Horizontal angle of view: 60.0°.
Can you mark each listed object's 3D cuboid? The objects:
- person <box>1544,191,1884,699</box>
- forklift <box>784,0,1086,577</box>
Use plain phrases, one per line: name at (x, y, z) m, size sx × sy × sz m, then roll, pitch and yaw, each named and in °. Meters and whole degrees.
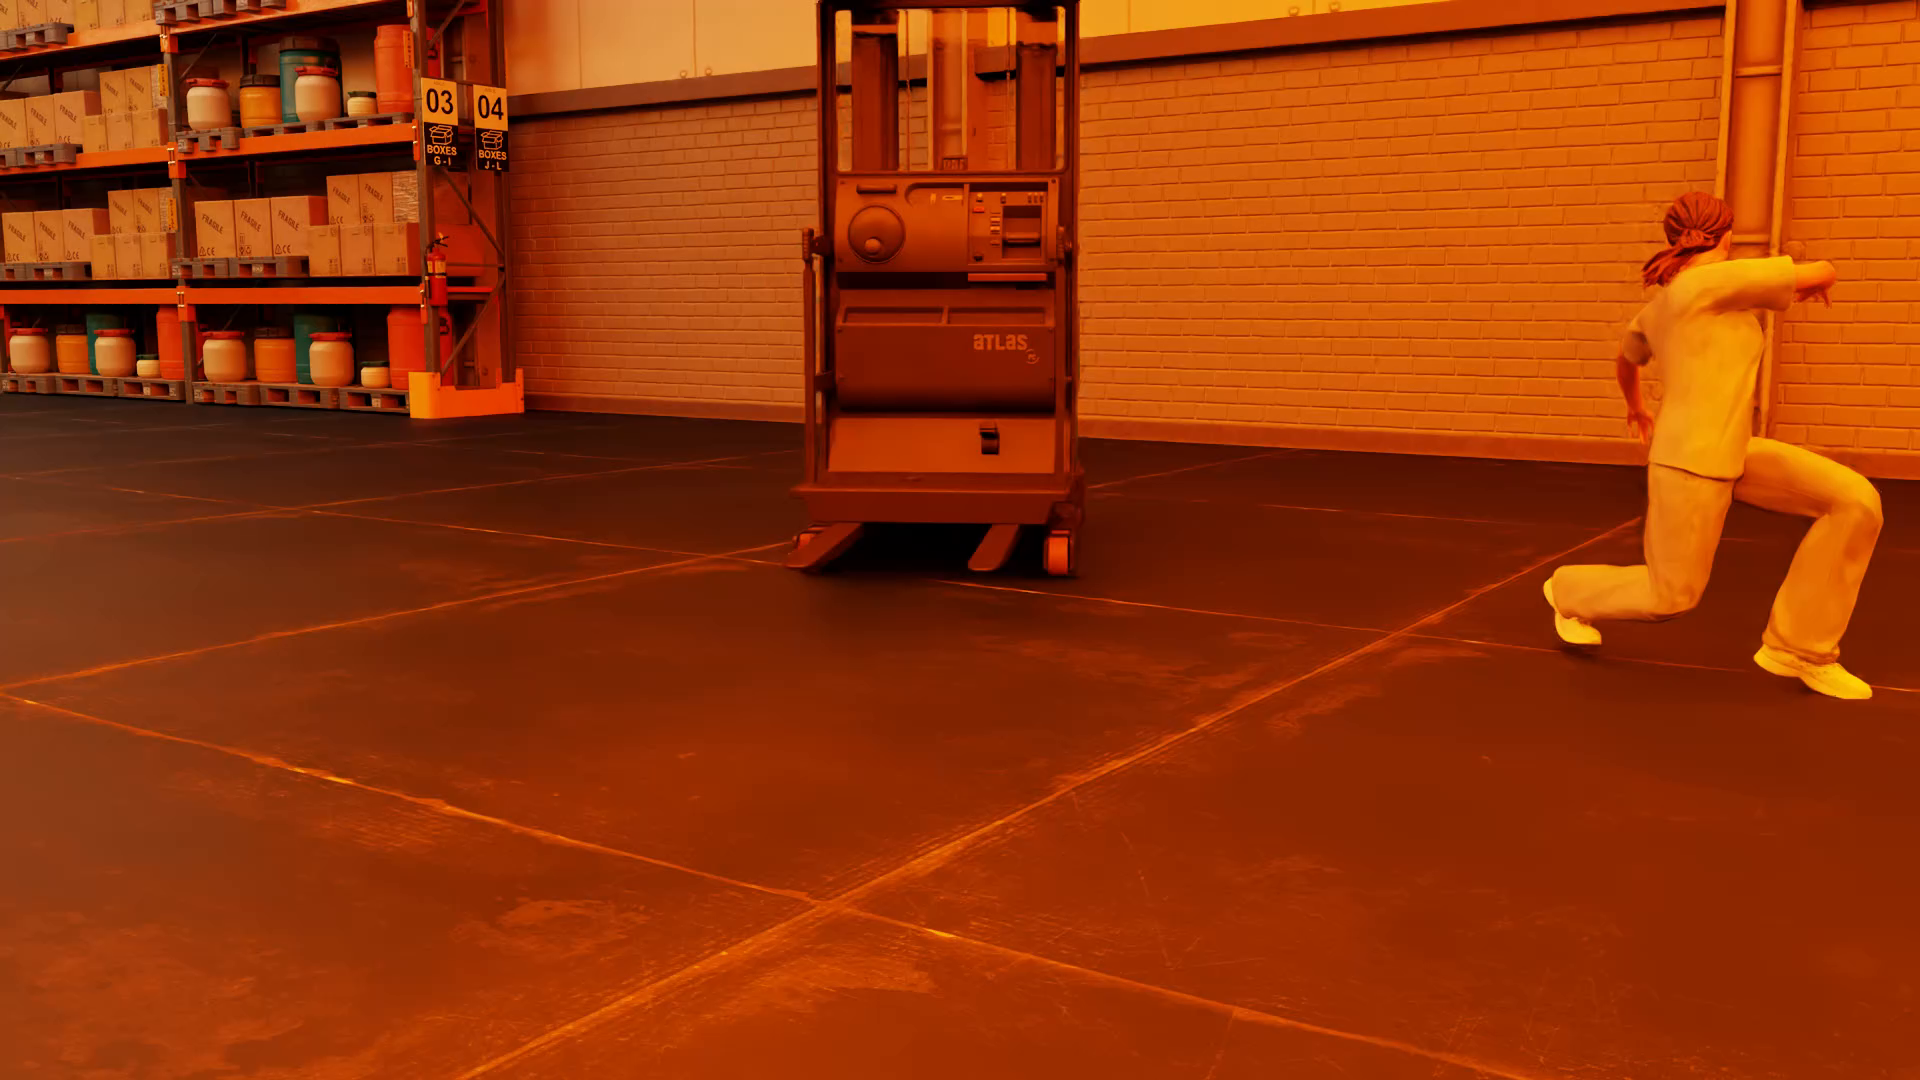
person at (2.233, -0.311, 4.896) m, size 0.966 × 1.404 × 0.749 m, roll 6°, pitch 10°, yaw 38°
forklift at (-0.074, -1.352, 6.698) m, size 1.130 × 2.935 × 3.031 m, roll 1°, pitch 8°, yaw 6°
